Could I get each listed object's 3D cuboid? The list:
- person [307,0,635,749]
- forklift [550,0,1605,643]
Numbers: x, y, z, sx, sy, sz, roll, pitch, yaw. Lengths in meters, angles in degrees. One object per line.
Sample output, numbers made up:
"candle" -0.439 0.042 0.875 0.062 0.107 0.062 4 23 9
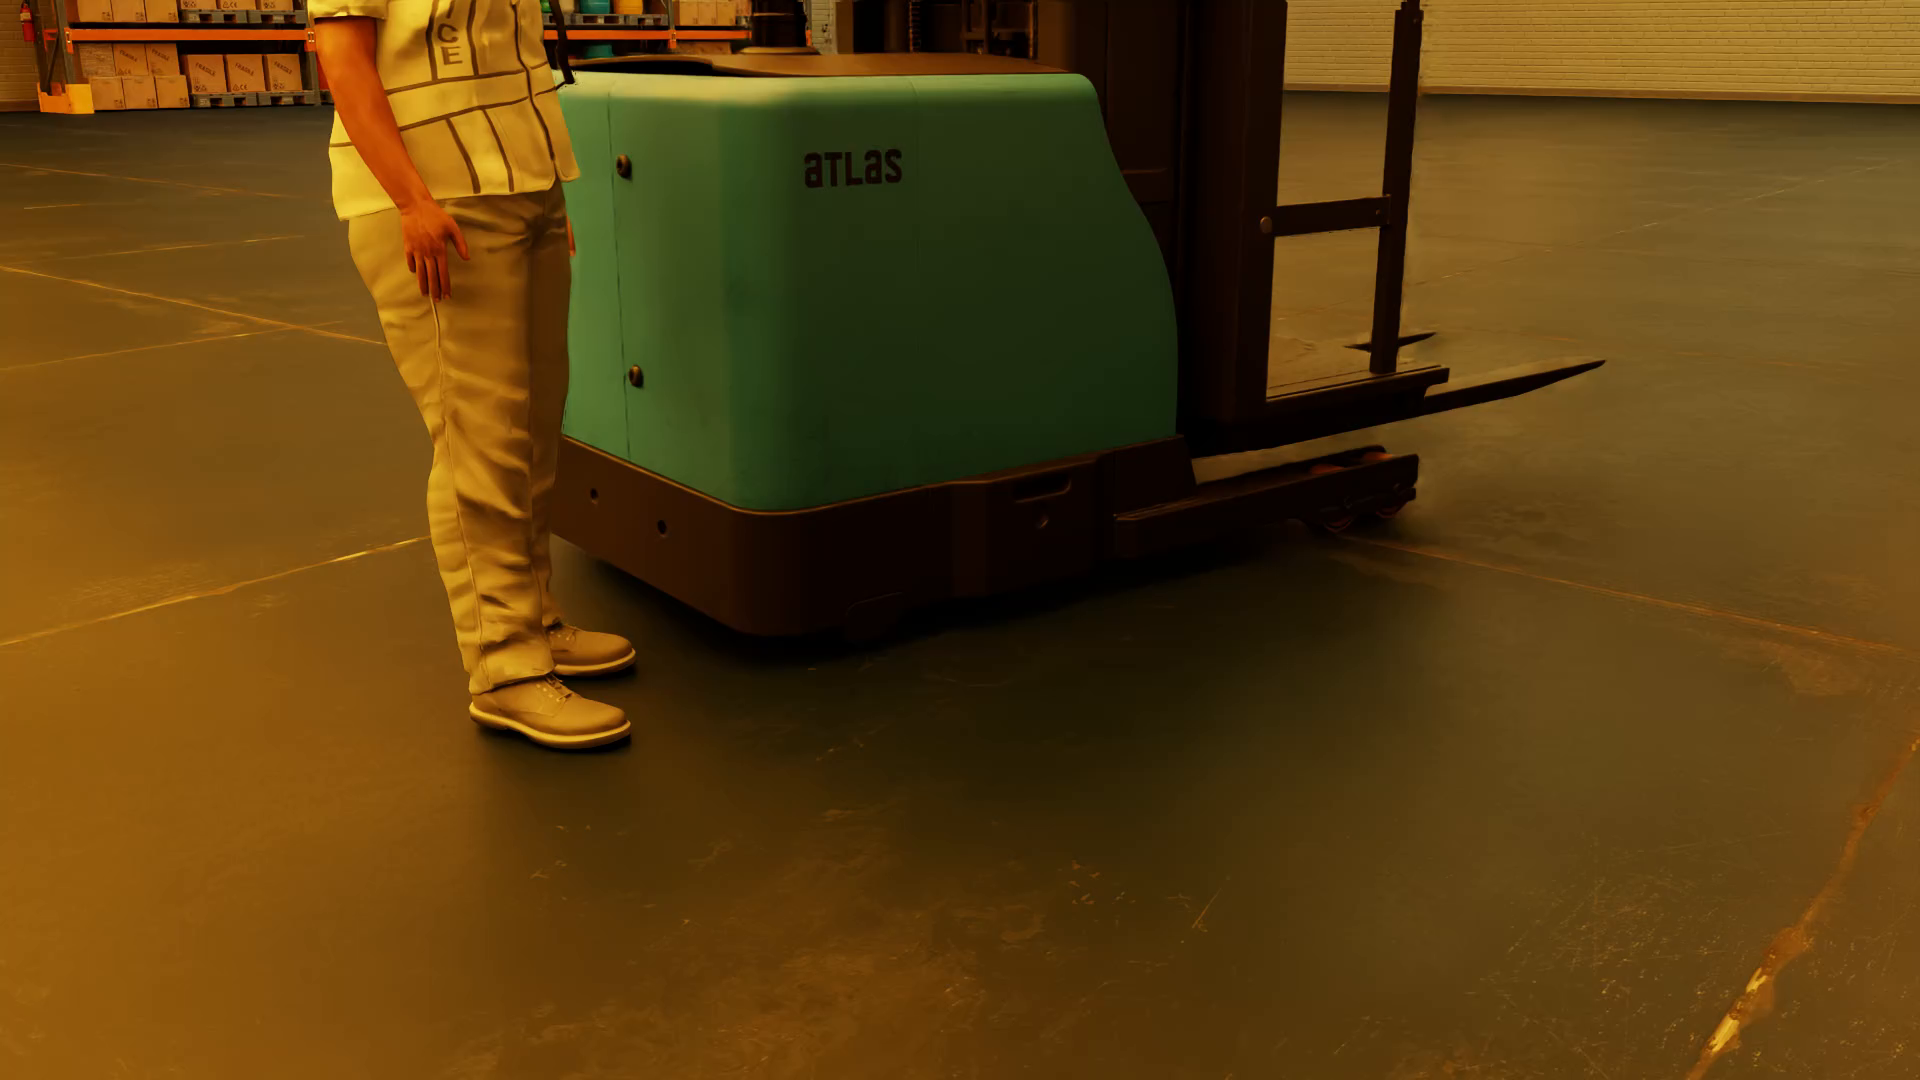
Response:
"person" -0.776 -0.542 2.834 0.529 1.670 0.599 3 17 10
"forklift" 0.514 -1.529 3.934 3.031 2.935 1.130 -13 21 -36
